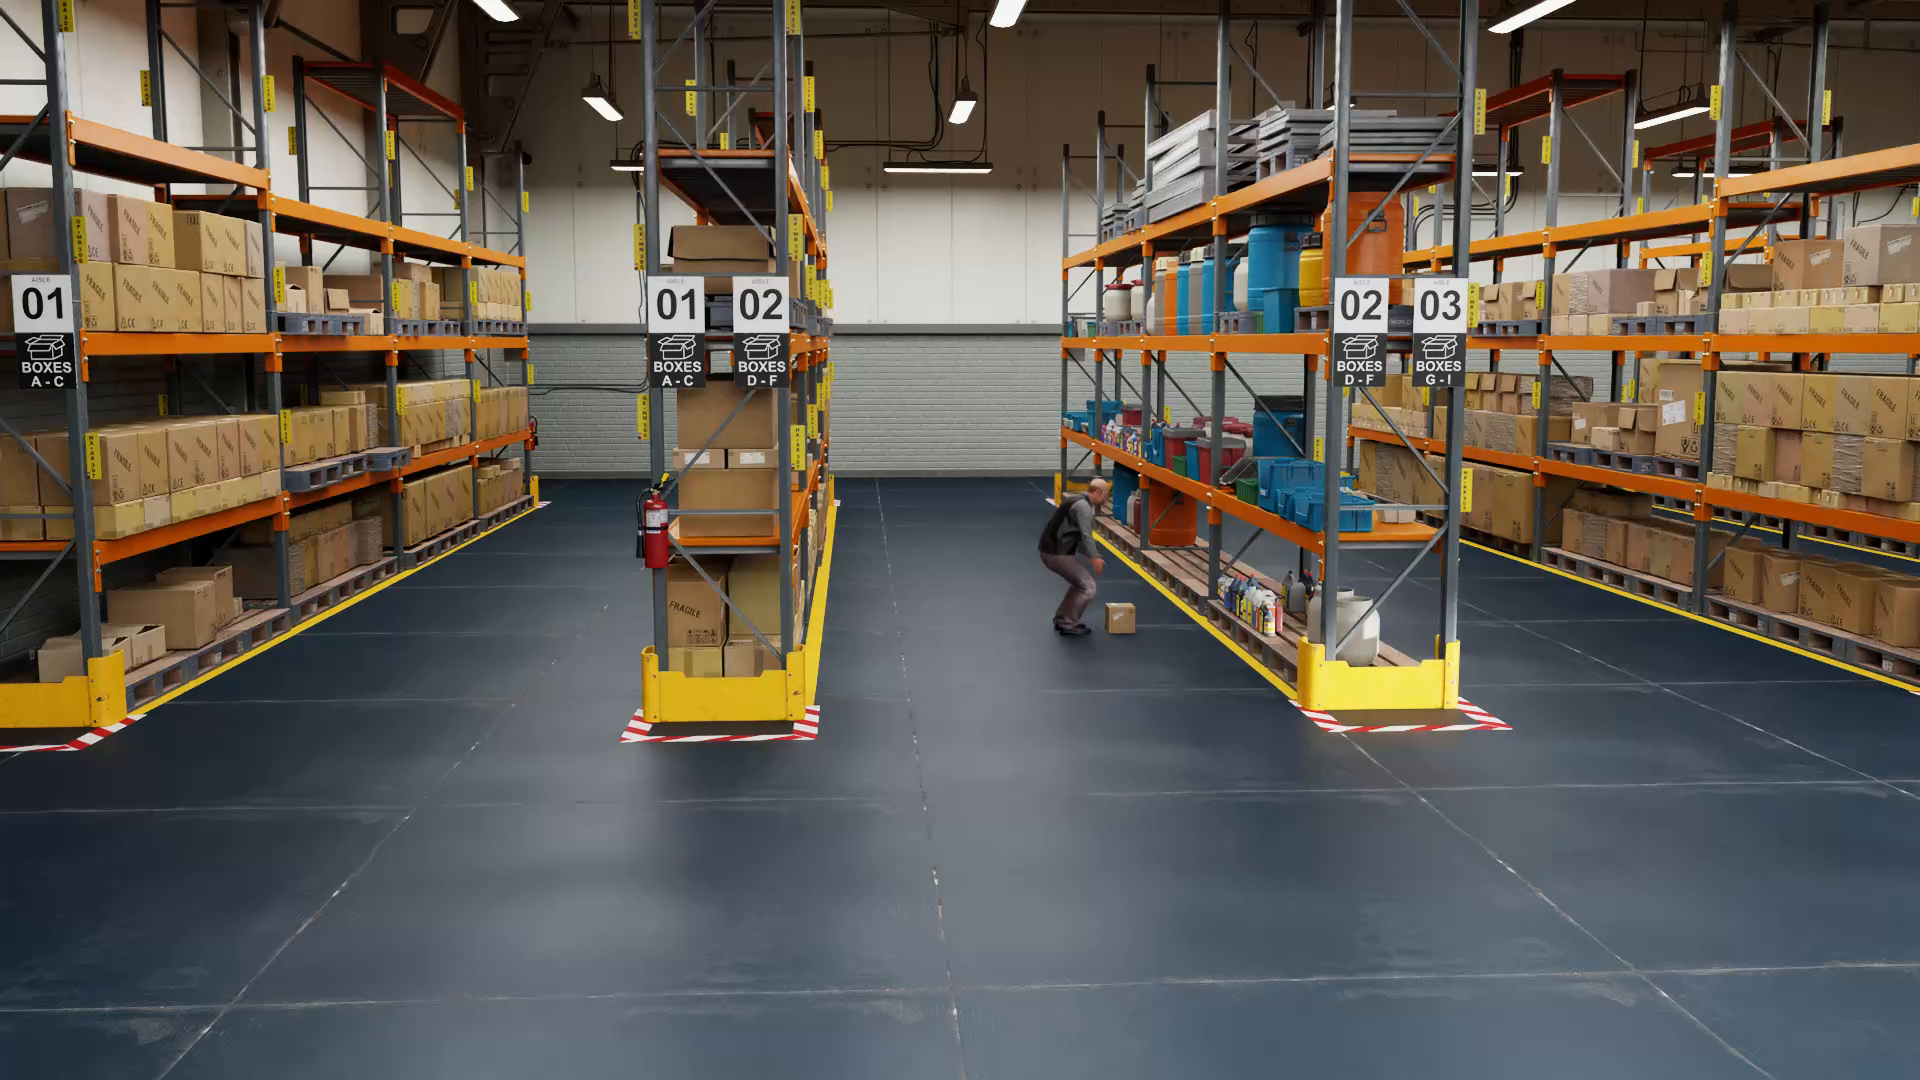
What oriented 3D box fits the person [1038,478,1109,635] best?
[{"bbox_3d":[1.076,0.146,15.757,0.670,1.461,0.590,0,7,-3],"label":"person"}]
